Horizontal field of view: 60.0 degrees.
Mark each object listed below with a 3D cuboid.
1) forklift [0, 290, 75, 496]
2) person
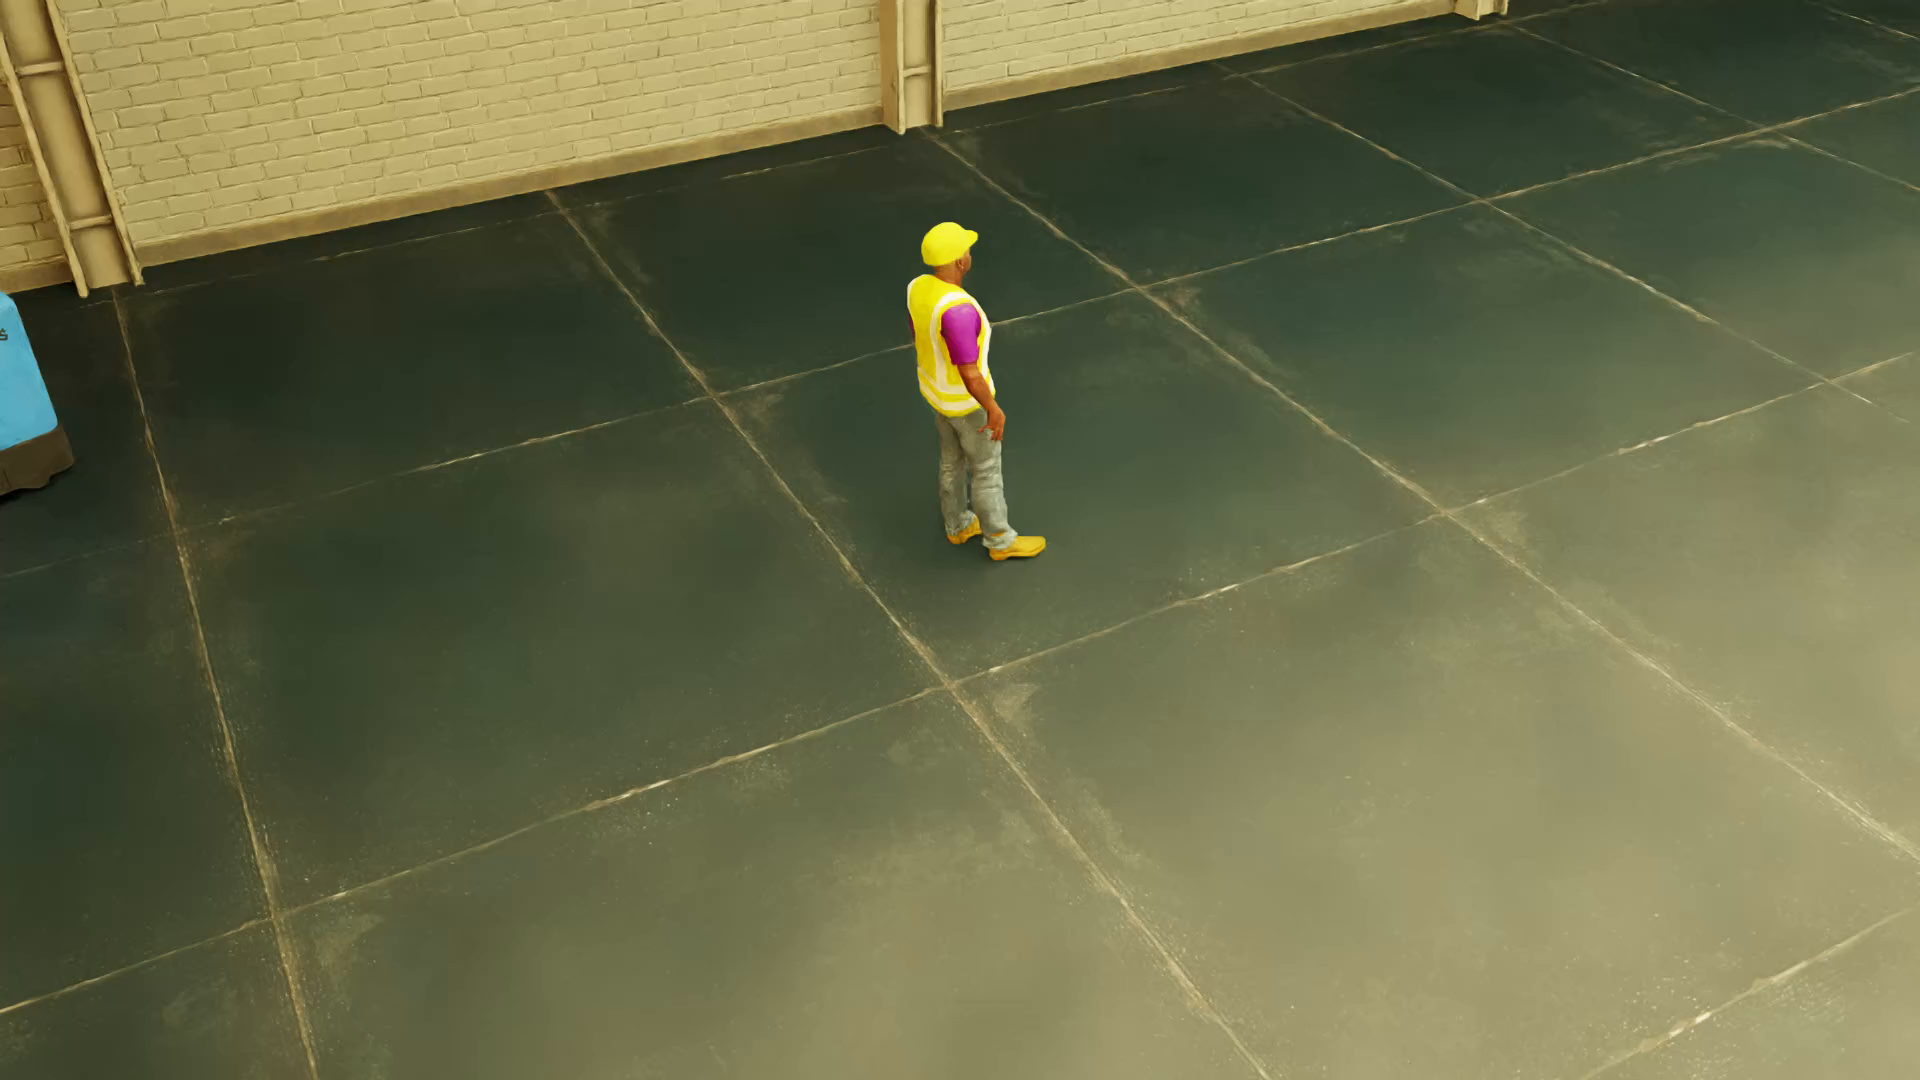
[{"bbox_3d":[-6.226,-1.112,7.697,1.130,2.935,3.031,27,44,33],"label":"forklift"},{"bbox_3d":[0.064,-0.743,8.171,0.576,1.766,0.665,-17,39,-23],"label":"person"}]
